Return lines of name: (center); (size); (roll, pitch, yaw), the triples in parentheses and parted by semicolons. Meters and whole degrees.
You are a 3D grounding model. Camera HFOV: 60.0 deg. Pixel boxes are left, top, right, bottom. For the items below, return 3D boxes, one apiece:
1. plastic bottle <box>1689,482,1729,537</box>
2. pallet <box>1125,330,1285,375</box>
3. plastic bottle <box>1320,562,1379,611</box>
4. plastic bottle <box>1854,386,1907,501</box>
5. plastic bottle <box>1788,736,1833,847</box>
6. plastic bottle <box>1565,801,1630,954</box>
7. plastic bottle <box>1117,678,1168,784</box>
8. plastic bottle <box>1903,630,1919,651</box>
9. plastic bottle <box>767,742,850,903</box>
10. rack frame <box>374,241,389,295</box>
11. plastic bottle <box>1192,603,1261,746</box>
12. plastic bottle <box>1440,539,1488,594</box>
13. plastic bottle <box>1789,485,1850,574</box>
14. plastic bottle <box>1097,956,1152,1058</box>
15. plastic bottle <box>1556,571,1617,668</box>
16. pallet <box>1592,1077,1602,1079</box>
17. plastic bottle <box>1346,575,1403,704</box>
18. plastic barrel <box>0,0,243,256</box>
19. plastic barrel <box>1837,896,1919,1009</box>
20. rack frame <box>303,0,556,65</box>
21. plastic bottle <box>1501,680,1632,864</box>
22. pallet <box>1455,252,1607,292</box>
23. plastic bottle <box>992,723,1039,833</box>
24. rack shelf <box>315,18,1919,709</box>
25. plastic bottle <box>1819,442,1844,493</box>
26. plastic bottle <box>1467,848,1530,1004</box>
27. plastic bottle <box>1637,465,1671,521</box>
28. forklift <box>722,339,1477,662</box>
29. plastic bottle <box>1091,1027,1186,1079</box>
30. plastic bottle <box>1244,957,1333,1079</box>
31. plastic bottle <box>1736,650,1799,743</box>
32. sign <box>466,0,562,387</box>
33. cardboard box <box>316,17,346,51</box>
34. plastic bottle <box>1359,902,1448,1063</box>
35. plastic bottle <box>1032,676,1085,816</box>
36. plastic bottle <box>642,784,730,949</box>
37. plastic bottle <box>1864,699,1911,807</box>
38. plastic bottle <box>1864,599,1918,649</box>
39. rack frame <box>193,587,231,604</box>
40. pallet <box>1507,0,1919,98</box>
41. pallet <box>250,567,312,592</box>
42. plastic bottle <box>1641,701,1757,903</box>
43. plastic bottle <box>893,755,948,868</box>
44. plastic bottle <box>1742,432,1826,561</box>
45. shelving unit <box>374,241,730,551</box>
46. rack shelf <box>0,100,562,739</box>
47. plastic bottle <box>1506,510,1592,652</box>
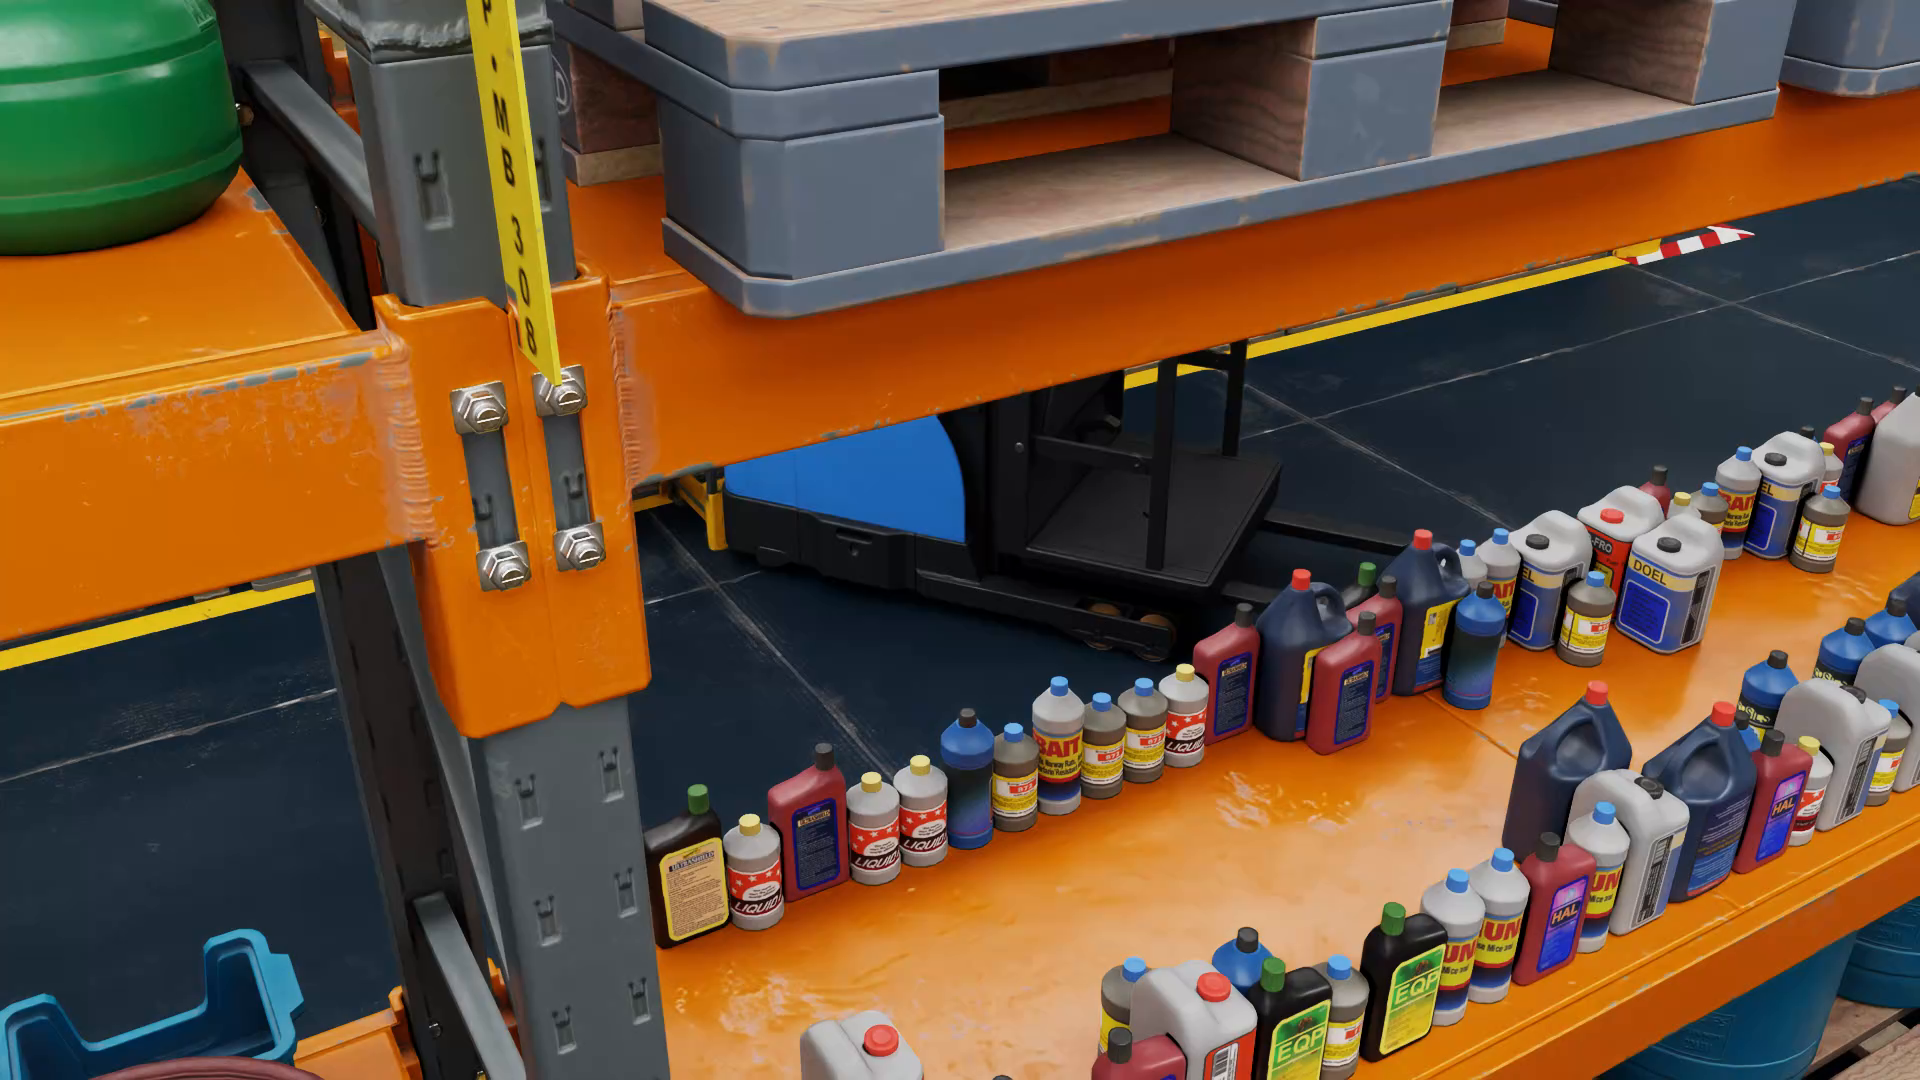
plastic bottle: (1.749, -0.038, 3.921); (0.097, 0.201, 0.097); (0, 29, 0)
pallet: (0.940, -1.221, 8.745); (1.213, 0.211, 1.003); (-16, 33, -26)
plastic bottle: (0.798, 0.186, 3.430); (0.133, 0.283, 0.061); (-16, 33, -26)
plastic bottle: (2.322, -0.247, 4.214); (0.133, 0.283, 0.061); (-16, 33, -26)
plastic bottle: (1.526, 0.450, 3.035); (0.097, 0.201, 0.097); (0, 29, 0)
plastic bottle: (1.052, 0.554, 2.774); (0.097, 0.271, 0.097); (0, 29, 0)
plastic bottle: (0.349, 0.359, 3.201); (0.097, 0.201, 0.097); (0, 29, 0)
plastic bottle: (1.928, 0.288, 3.252); (0.135, 0.276, 0.152); (-16, 33, -26)
plastic bottle: (-0.263, 0.487, 2.884); (0.133, 0.283, 0.061); (-16, 33, -26)
rack frame: (-1.976, -0.489, 6.081); (0.032, 1.500, 0.500); (-16, 32, -27)
plastic bottle: (0.523, 0.263, 3.289); (0.133, 0.283, 0.061); (-16, 33, -26)
plastic bottle: (1.066, 0.125, 3.552); (0.097, 0.271, 0.097); (0, 29, 0)
plastic bottle: (2.026, -0.032, 3.909); (0.097, 0.201, 0.097); (0, 29, 0)
plastic bottle: (0.262, 0.724, 2.539); (0.097, 0.201, 0.097); (0, 29, 0)
plastic bottle: (1.343, 0.162, 3.557); (0.097, 0.201, 0.097); (0, 29, 0)
pallet: (1.115, 1.483, 3.845); (1.213, 0.211, 1.003); (-16, 33, -26)
plastic bottle: (0.829, 0.211, 3.384); (0.133, 0.283, 0.061); (-16, 33, -26)
plastic barrel: (-0.782, -0.395, 1.417); (0.294, 0.245, 0.294); (0, 29, 0)
plastic barrel: (2.376, 0.651, 4.204); (0.708, 0.901, 0.600); (-16, 33, -26)
rack frame: (-0.595, -1.858, 0.803); (0.127, 3.000, 1.000); (-16, 33, -26)
plastic bottle: (1.085, 0.412, 2.950); (0.185, 0.351, 0.144); (-16, 33, -26)
pallet: (3.044, -1.819, 9.827); (1.213, 0.211, 1.003); (-16, 33, -26)
plastic bottle: (0.097, 0.430, 3.071); (0.097, 0.201, 0.097); (0, 29, 0)
rack shelf: (1.130, -0.719, 2.589); (4.000, 0.370, 1.077); (-16, 33, -26)
plastic bottle: (2.117, -0.143, 4.110); (0.097, 0.201, 0.097); (0, 29, 0)
plastic bottle: (0.853, 0.611, 2.672); (0.097, 0.271, 0.097); (0, 29, 0)
plastic bottle: (1.556, -0.030, 3.820); (0.133, 0.283, 0.061); (-16, 33, -26)
forklift: (0.635, -1.139, 5.781); (3.031, 2.935, 1.130); (12, 31, 20)
plastic bottle: (0.249, 0.787, 2.340); (0.133, 0.283, 0.061); (-16, 33, -26)
plastic bottle: (0.480, 0.722, 2.459); (0.133, 0.283, 0.061); (-16, 33, -26)
plastic bottle: (1.533, 0.332, 3.176); (0.097, 0.271, 0.097); (0, 29, 0)
sign: (-0.310, -0.271, 1.141); (0.005, 0.325, 0.100); (-16, 33, -26)
cardboard box: (-2.615, -1.724, 6.232); (0.700, 0.500, 0.500); (22, 36, 34)
plastic bottle: (0.679, 0.665, 2.561); (0.133, 0.283, 0.061); (-16, 33, -26)
plastic bottle: (0.181, 0.376, 3.097); (0.097, 0.271, 0.097); (0, 29, 0)
plastic bottle: (-0.462, 0.543, 2.782); (0.133, 0.283, 0.061); (-16, 33, -26)
plastic bottle: (1.726, 0.393, 3.138); (0.097, 0.201, 0.097); (0, 29, 0)
plastic bottle: (1.849, 0.243, 3.339); (0.097, 0.271, 0.097); (0, 29, 0)
rack frame: (-3.101, -1.296, 5.993); (0.127, 3.000, 1.000); (-16, 33, -26)
pallet: (1.251, -0.929, 2.421); (1.213, 0.211, 1.003); (-16, 33, -26)
pallet: (-2.438, -0.242, 6.969); (1.213, 0.211, 1.003); (-16, 33, -26)
plastic bottle: (1.278, 0.442, 2.895); (0.185, 0.351, 0.144); (-16, 33, -26)
plastic bottle: (-0.070, 0.478, 2.985); (0.097, 0.201, 0.097); (0, 29, 0)
plastic bottle: (1.947, -0.112, 3.977); (0.135, 0.276, 0.152); (-16, 33, -26)
shelving unit: (-1.532, -0.617, 6.313); (1.083, 1.500, 0.587); (-16, 32, -27)
rack shelf: (-2.319, 0.260, 0.814); (4.000, 0.370, 1.077); (-16, 33, -26)
plastic bottle: (1.264, 0.082, 3.625); (0.135, 0.276, 0.152); (-16, 33, -26)
